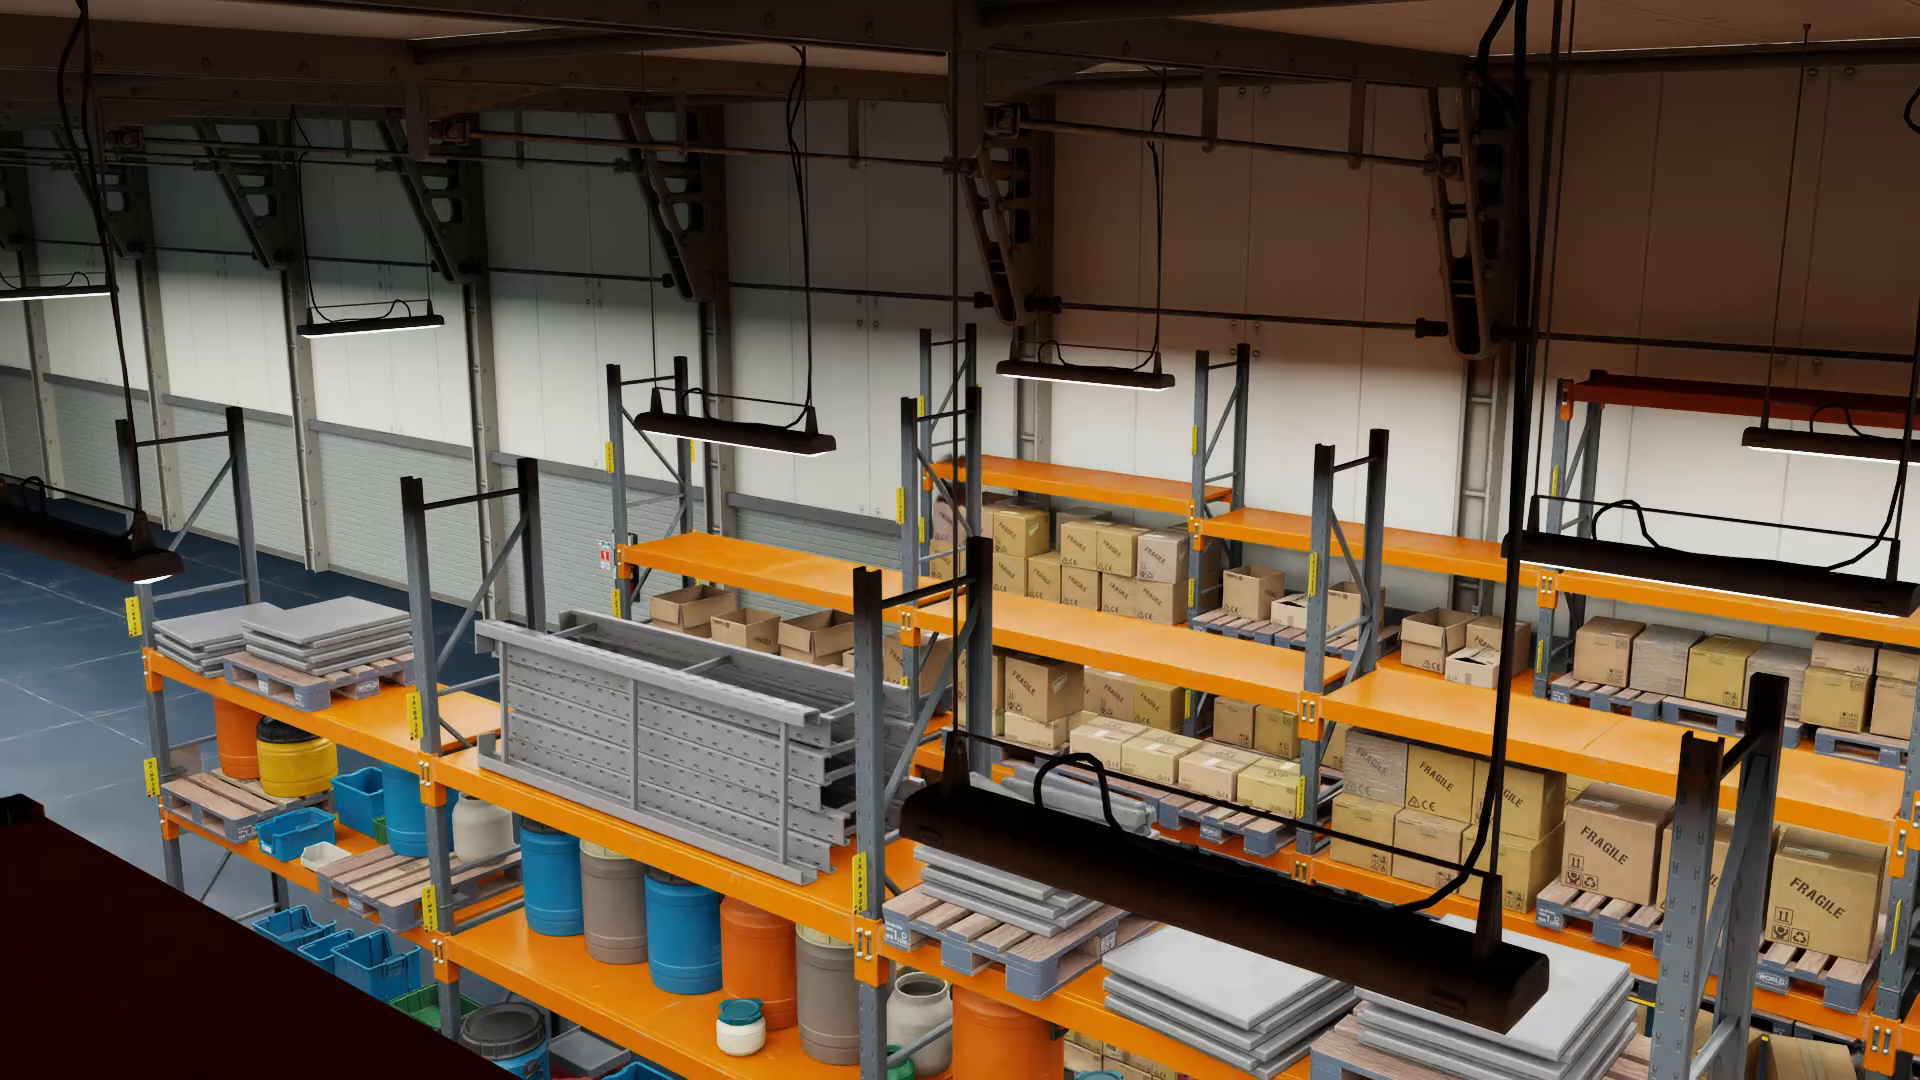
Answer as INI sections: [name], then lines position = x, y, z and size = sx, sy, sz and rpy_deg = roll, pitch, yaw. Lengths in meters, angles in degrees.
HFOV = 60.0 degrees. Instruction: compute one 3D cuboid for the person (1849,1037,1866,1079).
[person]
position = 6.931, 4.427, 12.855
size = 0.992, 1.701, 0.614
rpy_deg = 10, 16, 38
